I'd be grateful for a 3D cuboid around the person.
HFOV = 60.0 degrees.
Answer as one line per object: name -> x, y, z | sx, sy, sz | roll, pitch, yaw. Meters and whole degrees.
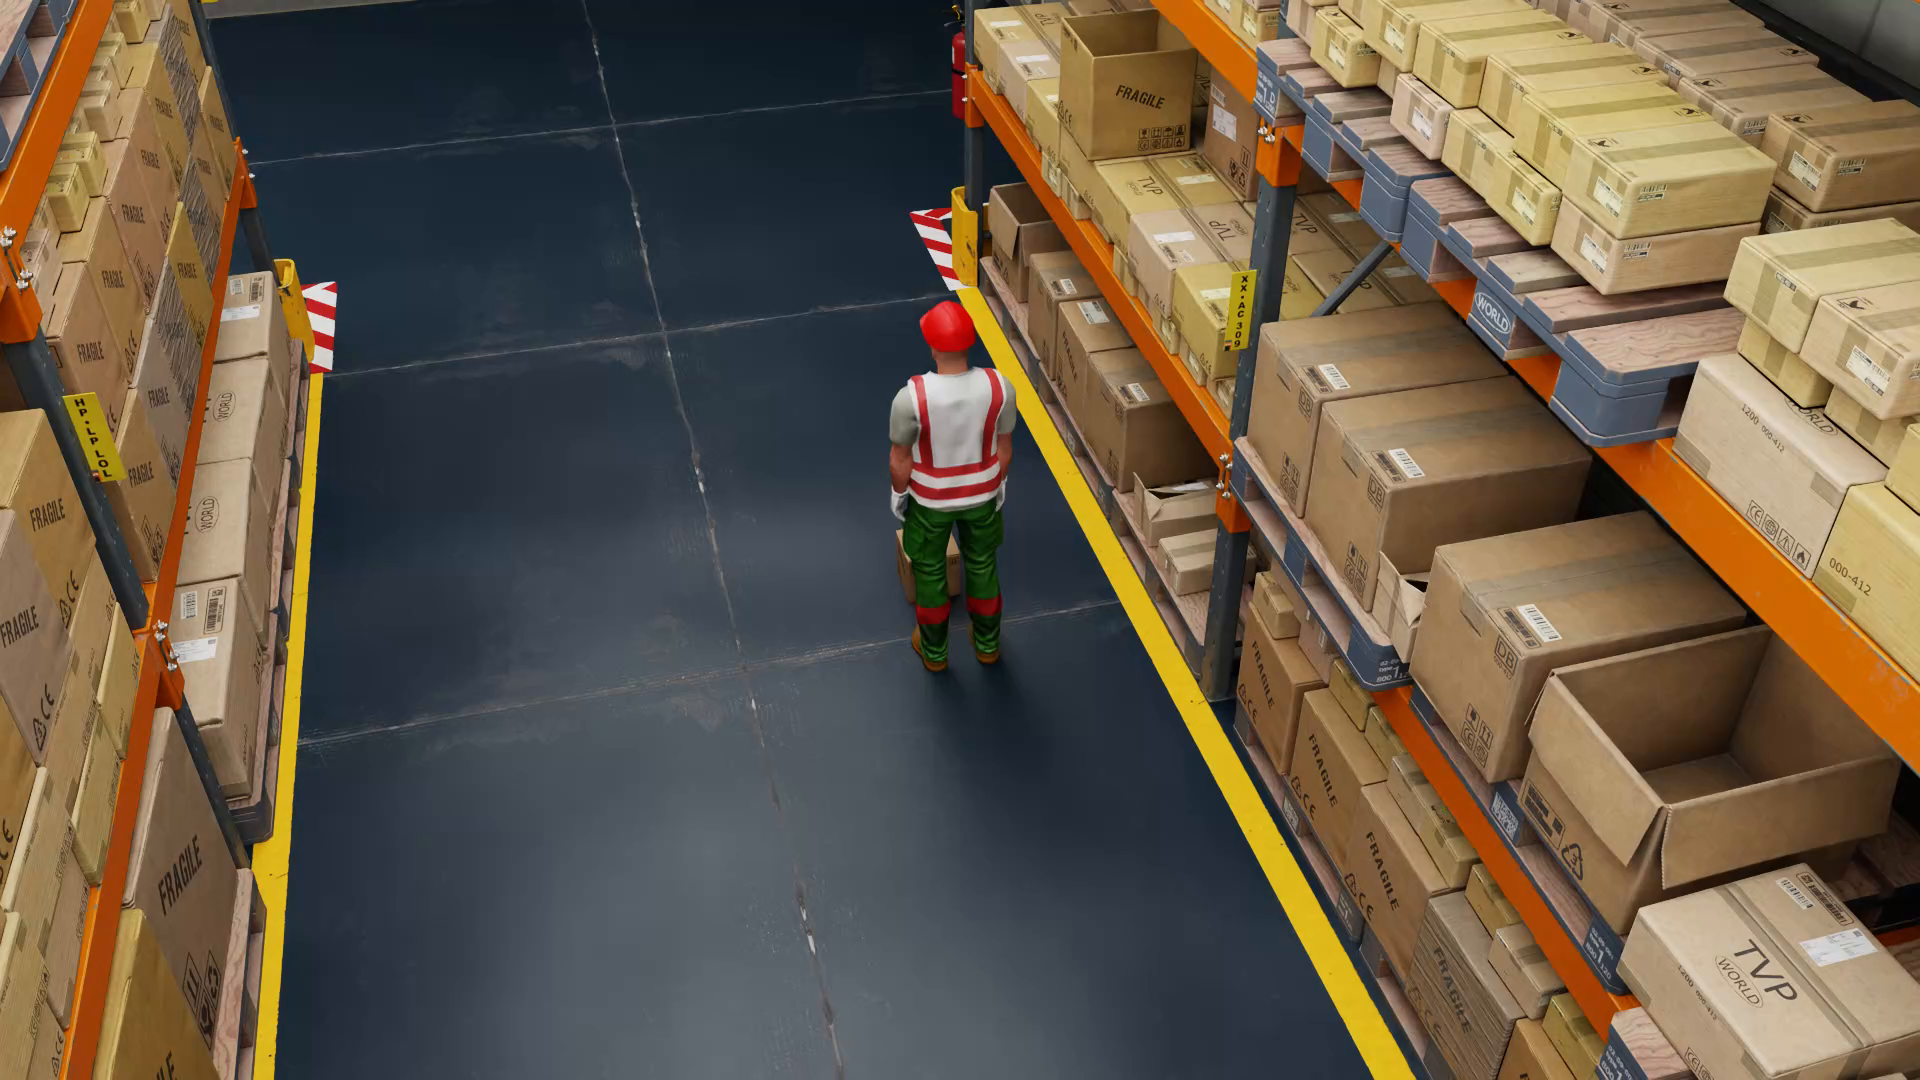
person -> -0.037, -0.203, 6.962 | 0.526, 1.784, 0.339 | -9, 39, -11
